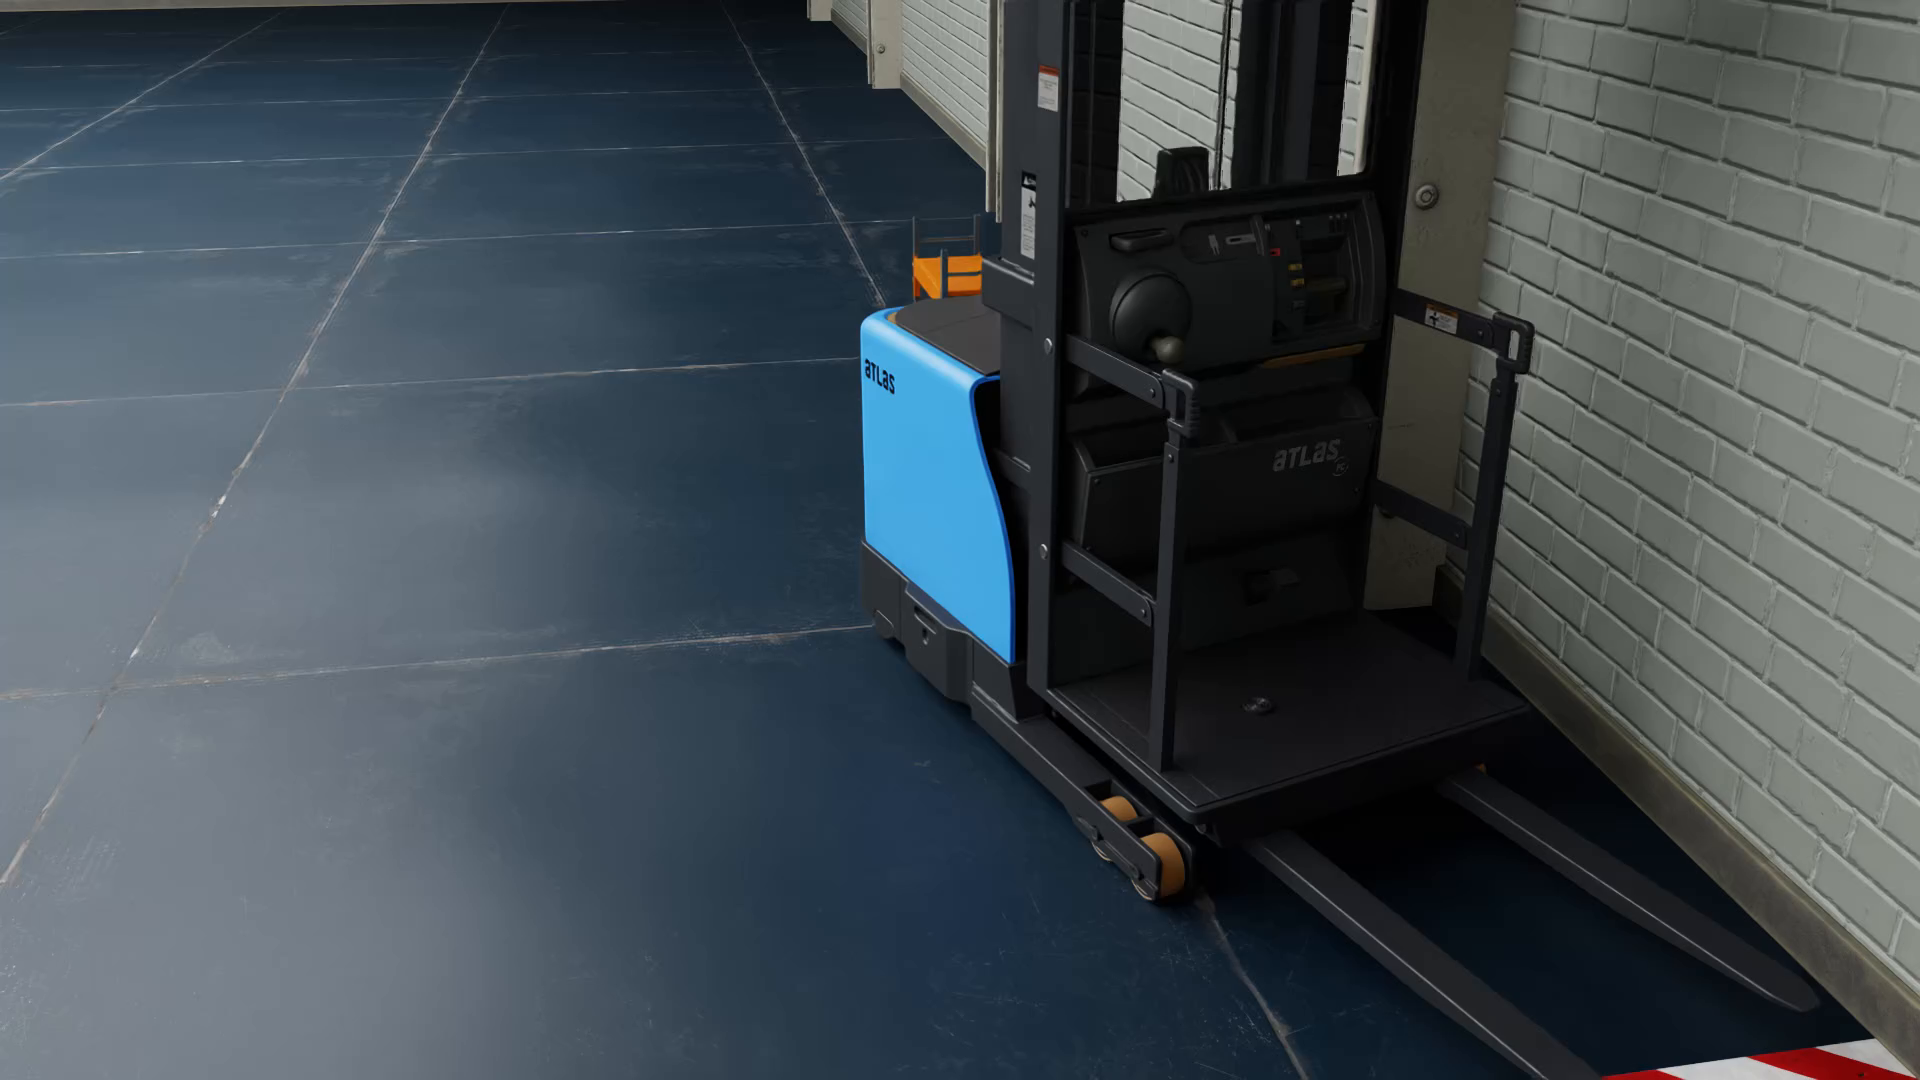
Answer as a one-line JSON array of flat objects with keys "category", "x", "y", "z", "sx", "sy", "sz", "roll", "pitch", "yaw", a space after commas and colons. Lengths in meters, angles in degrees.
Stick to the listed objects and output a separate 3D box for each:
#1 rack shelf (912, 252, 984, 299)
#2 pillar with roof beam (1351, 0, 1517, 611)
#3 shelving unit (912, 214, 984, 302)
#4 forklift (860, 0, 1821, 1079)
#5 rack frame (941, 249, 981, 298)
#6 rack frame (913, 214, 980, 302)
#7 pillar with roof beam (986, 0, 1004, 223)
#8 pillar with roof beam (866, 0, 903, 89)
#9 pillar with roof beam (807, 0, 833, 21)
[{"category": "rack shelf", "x": 0.005, "y": -0.859, "z": 5.736, "sx": 0.258, "sy": 0.148, "sz": 0.480, "roll": -5, "pitch": 24, "yaw": -11}, {"category": "pillar with roof beam", "x": -2.757, "y": -3.649, "z": 3.362, "sx": 9.100, "sy": 9.000, "sz": 0.400, "roll": -4, "pitch": 24, "yaw": -10}, {"category": "shelving unit", "x": 0.005, "y": -0.499, "z": 5.893, "sx": 0.258, "sy": 1.200, "sz": 0.503, "roll": -5, "pitch": 24, "yaw": -11}, {"category": "forklift", "x": 0.804, "y": -0.644, "z": 4.062, "sx": 1.130, "sy": 2.935, "sz": 3.031, "roll": -12, "pitch": 26, "yaw": -25}, {"category": "rack frame", "x": 0.056, "y": -0.403, "z": 5.675, "sx": 0.240, "sy": 1.200, "sz": 0.015, "roll": -5, "pitch": 24, "yaw": -11}, {"category": "rack frame", "x": -0.047, "y": -0.594, "z": 6.112, "sx": 0.240, "sy": 1.200, "sz": 0.015, "roll": -5, "pitch": 24, "yaw": -11}, {"category": "pillar with roof beam", "x": -3.866, "y": -6.009, "z": 8.766, "sx": 9.100, "sy": 9.000, "sz": 0.400, "roll": -4, "pitch": 24, "yaw": -10}, {"category": "pillar with roof beam", "x": -4.976, "y": -8.369, "z": 14.170, "sx": 9.100, "sy": 9.000, "sz": 0.400, "roll": -4, "pitch": 24, "yaw": -10}, {"category": "pillar with roof beam", "x": -6.085, "y": -10.729, "z": 19.573, "sx": 9.100, "sy": 9.000, "sz": 0.400, "roll": -4, "pitch": 24, "yaw": -10}]
